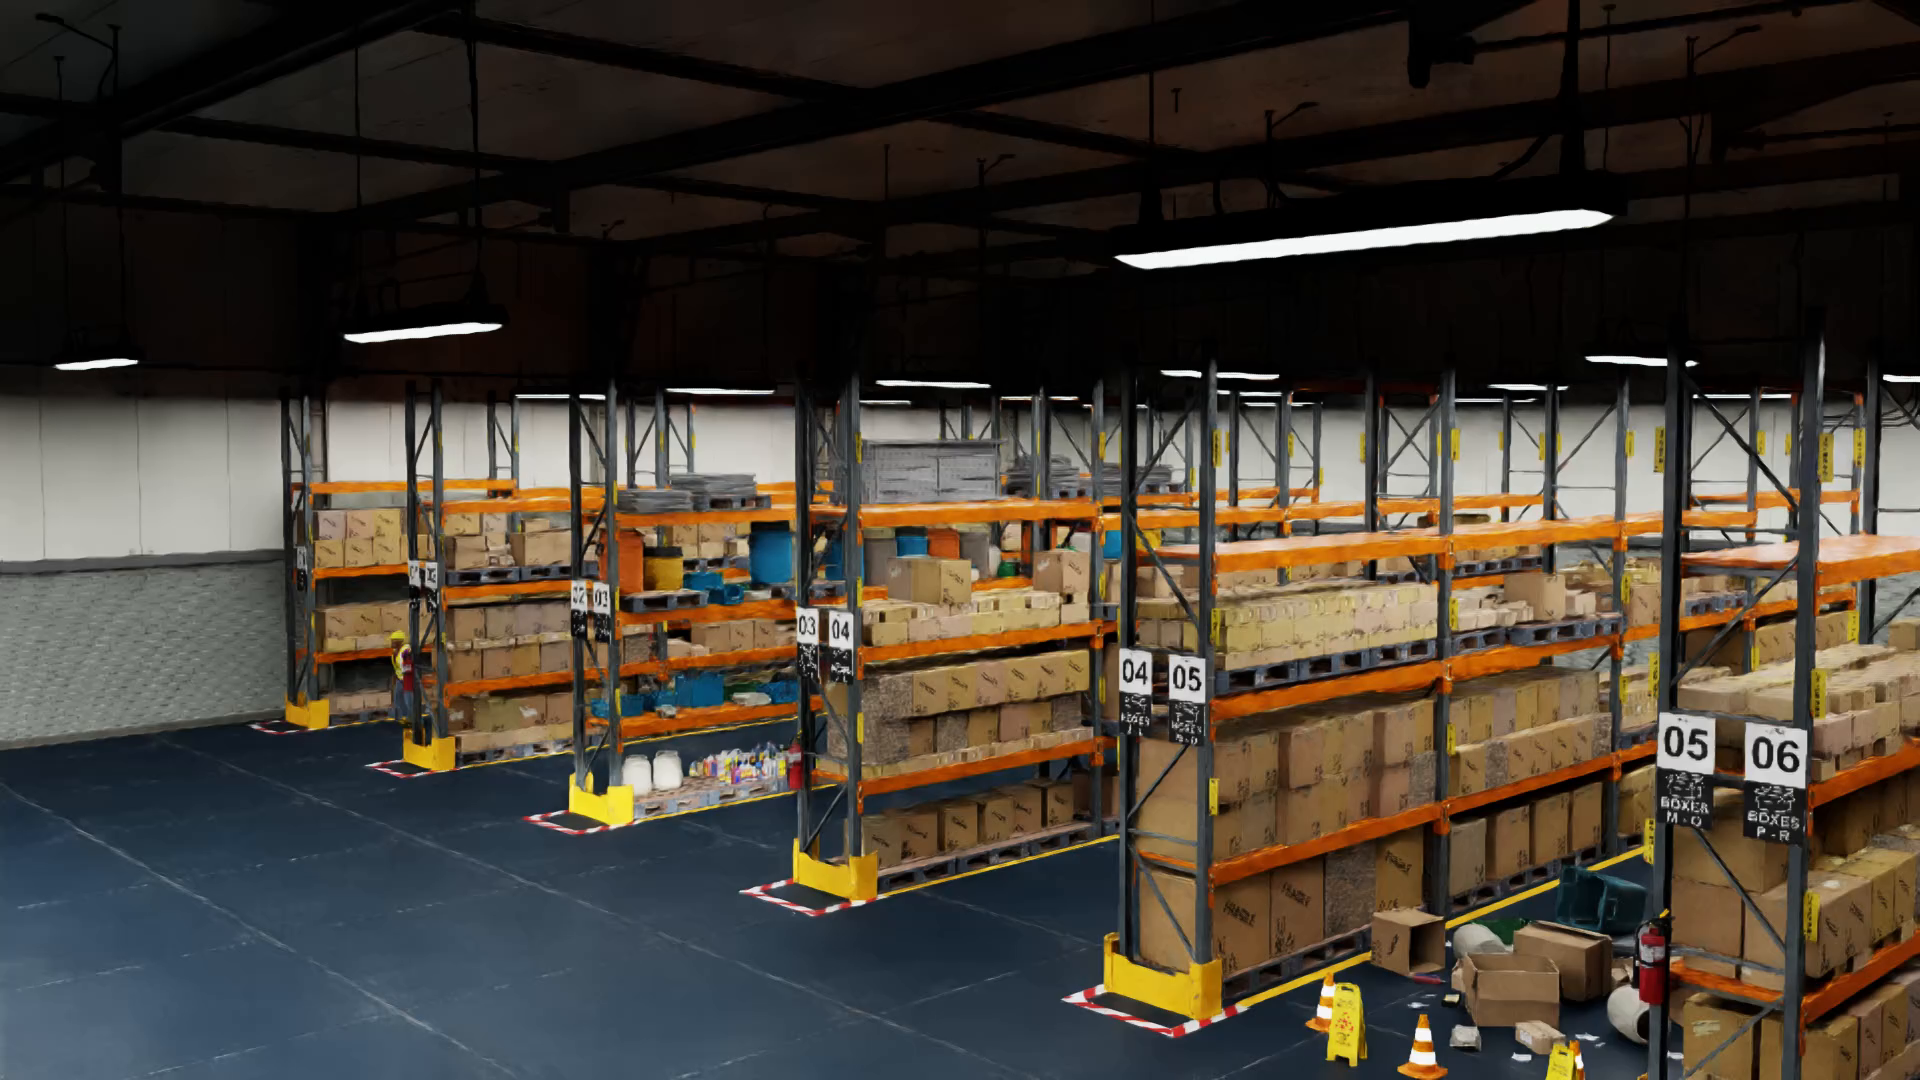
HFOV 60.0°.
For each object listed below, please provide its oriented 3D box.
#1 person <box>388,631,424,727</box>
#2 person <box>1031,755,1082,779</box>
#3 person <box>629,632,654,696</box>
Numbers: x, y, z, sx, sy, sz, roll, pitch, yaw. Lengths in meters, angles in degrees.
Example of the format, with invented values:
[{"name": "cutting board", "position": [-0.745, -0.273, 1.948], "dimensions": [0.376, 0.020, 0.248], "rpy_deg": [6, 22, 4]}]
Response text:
[{"name": "person", "position": [-9.785, 2.444, 29.306], "dimensions": [0.719, 1.714, 0.578], "rpy_deg": [4, 5, 45]}, {"name": "person", "position": [1.405, 2.805, 24.260], "dimensions": [1.000, 1.587, 0.443], "rpy_deg": [-3, 4, -35]}, {"name": "person", "position": [-6.191, 2.270, 32.298], "dimensions": [0.682, 1.676, 0.520], "rpy_deg": [4, 5, 45]}]
